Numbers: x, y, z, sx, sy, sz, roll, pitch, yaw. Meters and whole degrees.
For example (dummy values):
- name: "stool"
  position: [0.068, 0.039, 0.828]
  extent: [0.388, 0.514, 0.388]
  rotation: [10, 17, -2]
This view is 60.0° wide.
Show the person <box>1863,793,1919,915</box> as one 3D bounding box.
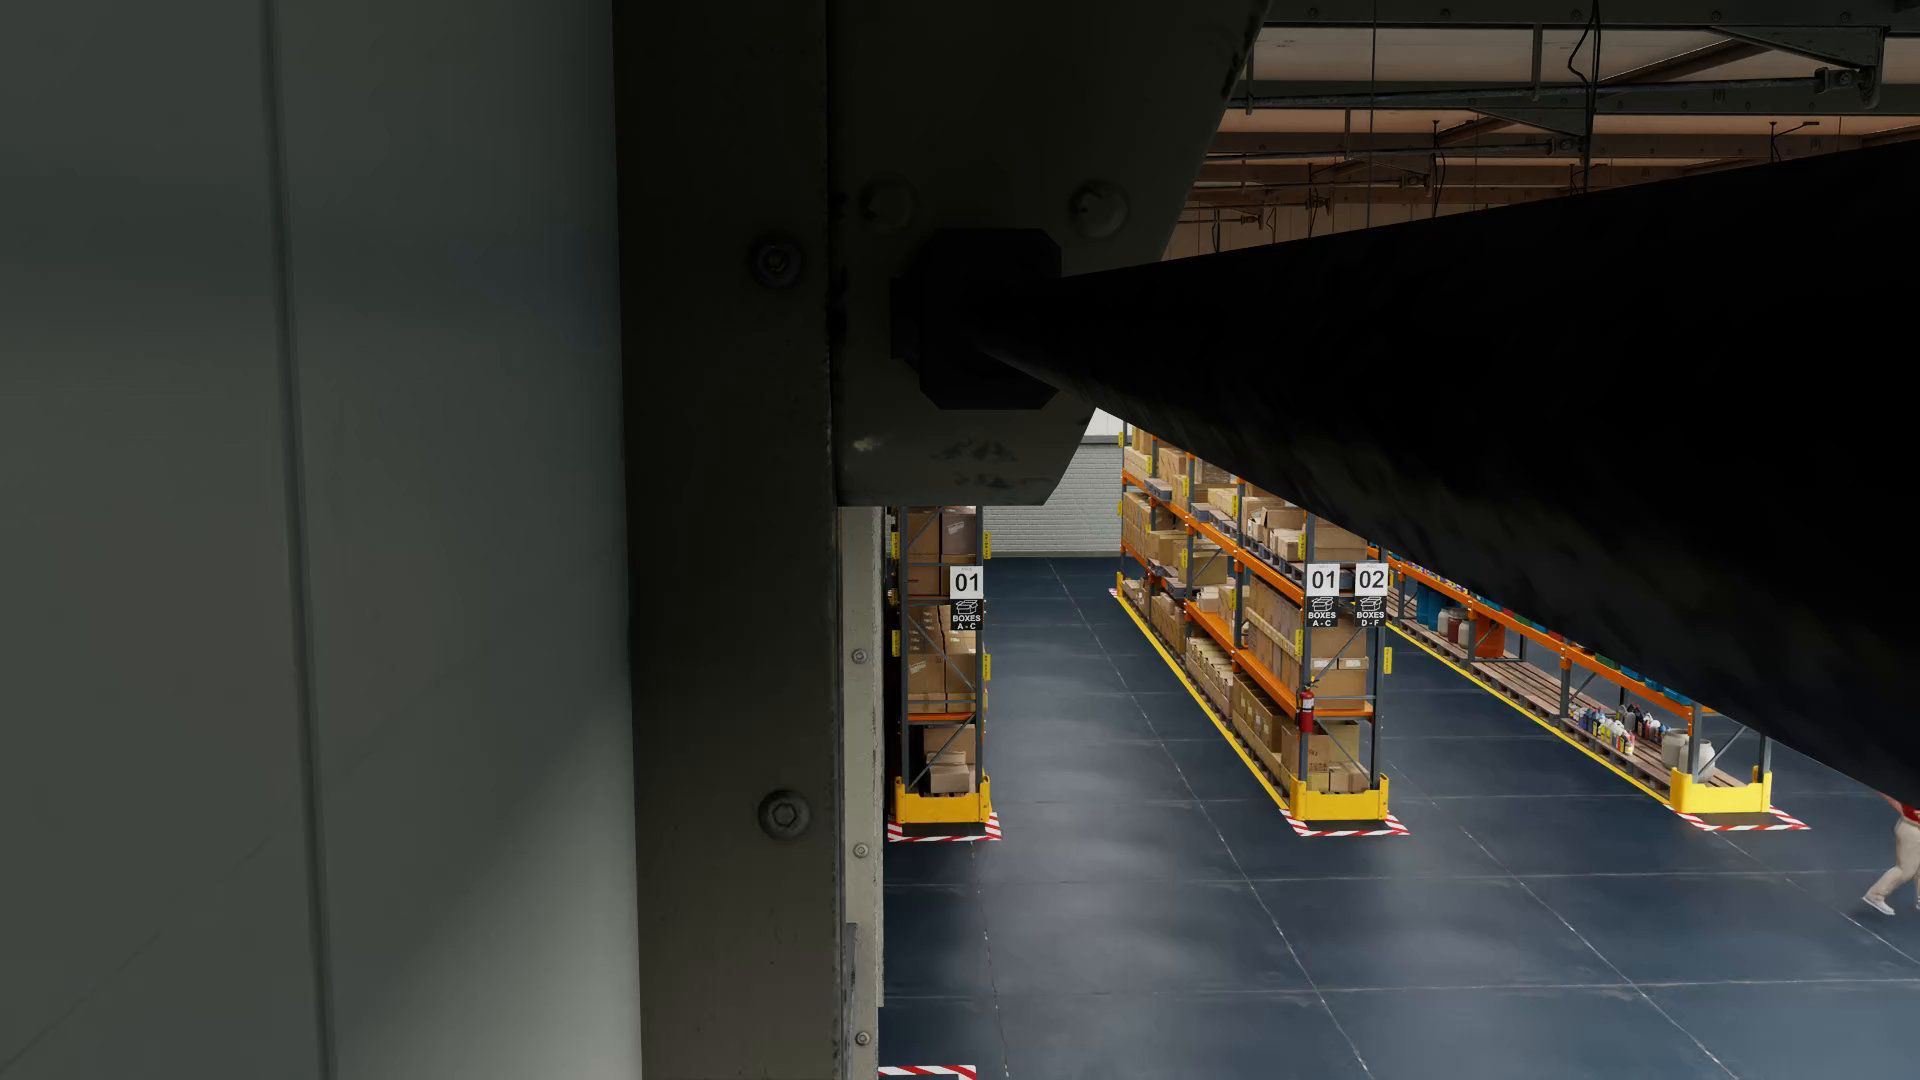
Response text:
- name: "person"
  position: [9.823, 3.070, 17.162]
  extent: [0.823, 1.773, 0.647]
  rotation: [3, 9, 22]
